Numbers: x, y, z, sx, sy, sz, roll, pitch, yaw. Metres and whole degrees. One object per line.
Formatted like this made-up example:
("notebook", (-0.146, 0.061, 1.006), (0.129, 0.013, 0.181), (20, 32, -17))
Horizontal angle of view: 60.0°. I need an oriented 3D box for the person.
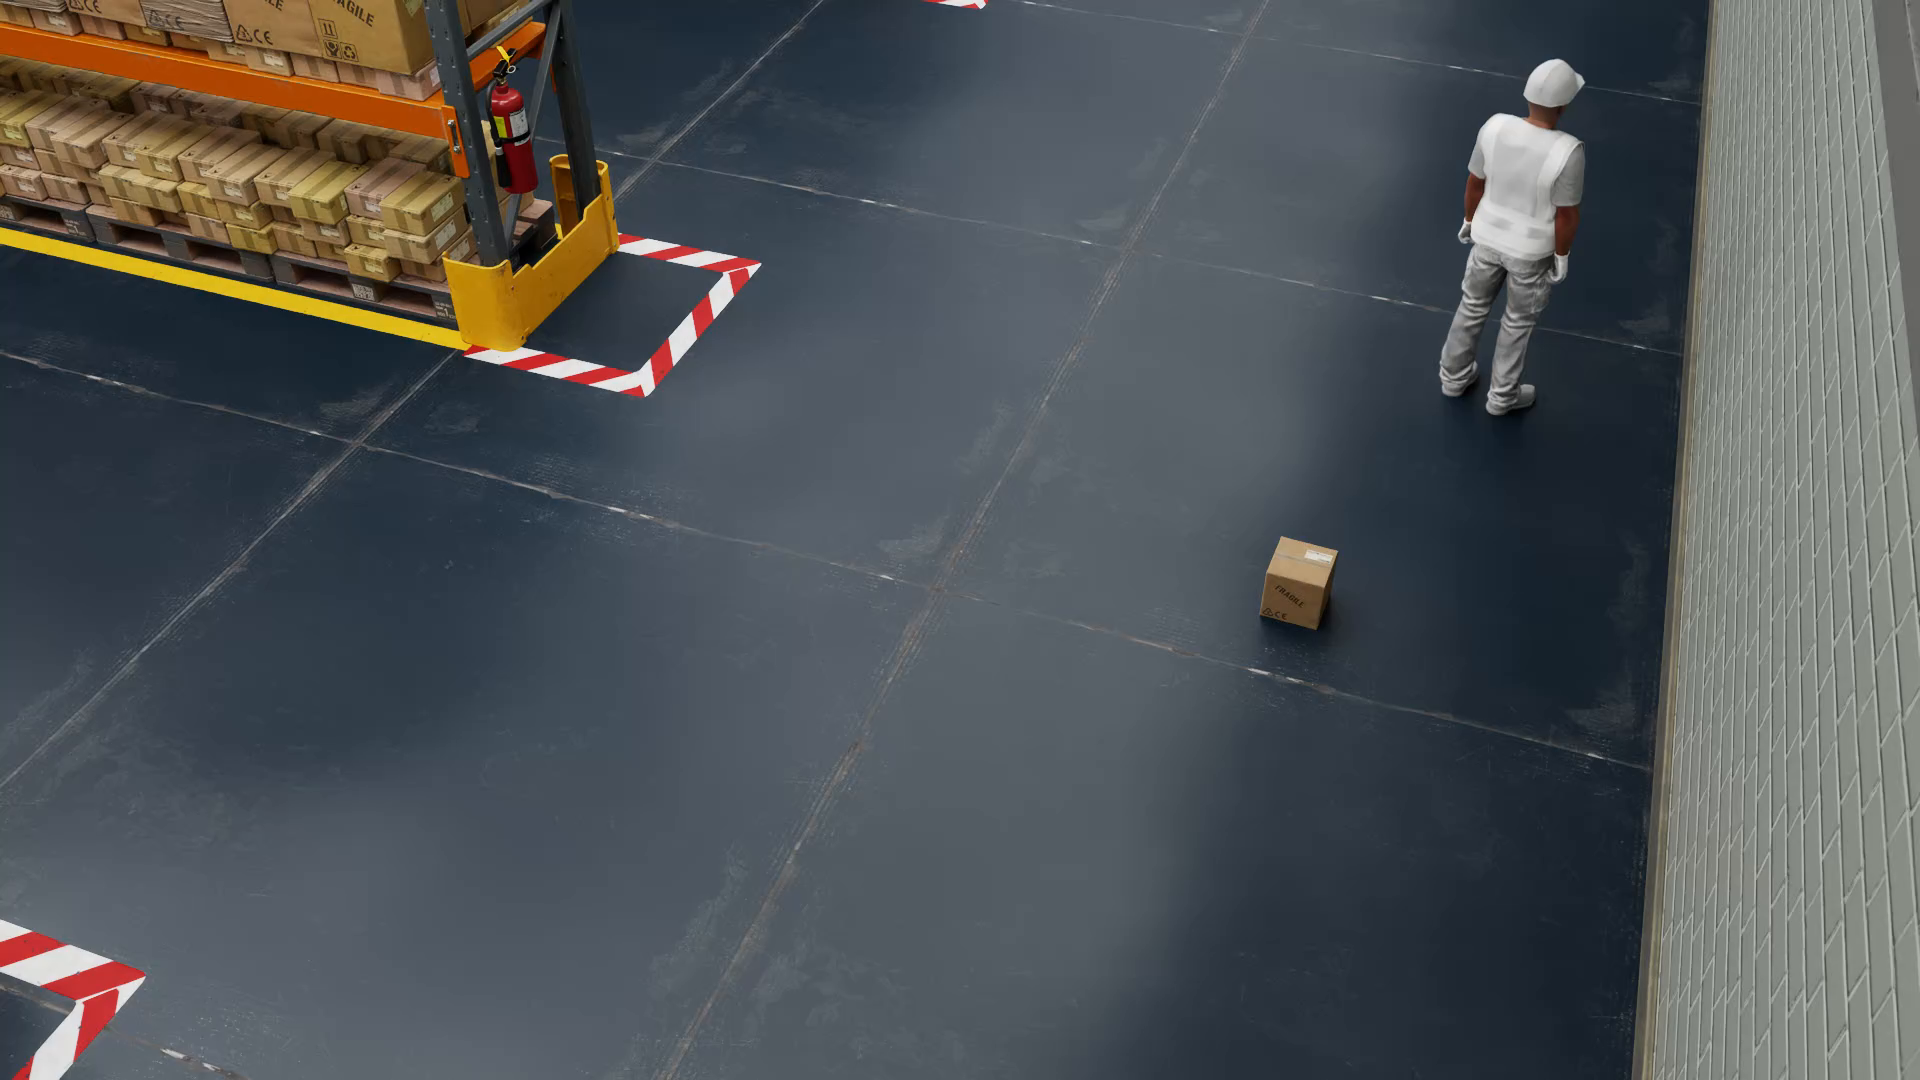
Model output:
("person", (2.596, -1.399, 7.739), (0.552, 1.789, 0.386), (32, 50, 31))
